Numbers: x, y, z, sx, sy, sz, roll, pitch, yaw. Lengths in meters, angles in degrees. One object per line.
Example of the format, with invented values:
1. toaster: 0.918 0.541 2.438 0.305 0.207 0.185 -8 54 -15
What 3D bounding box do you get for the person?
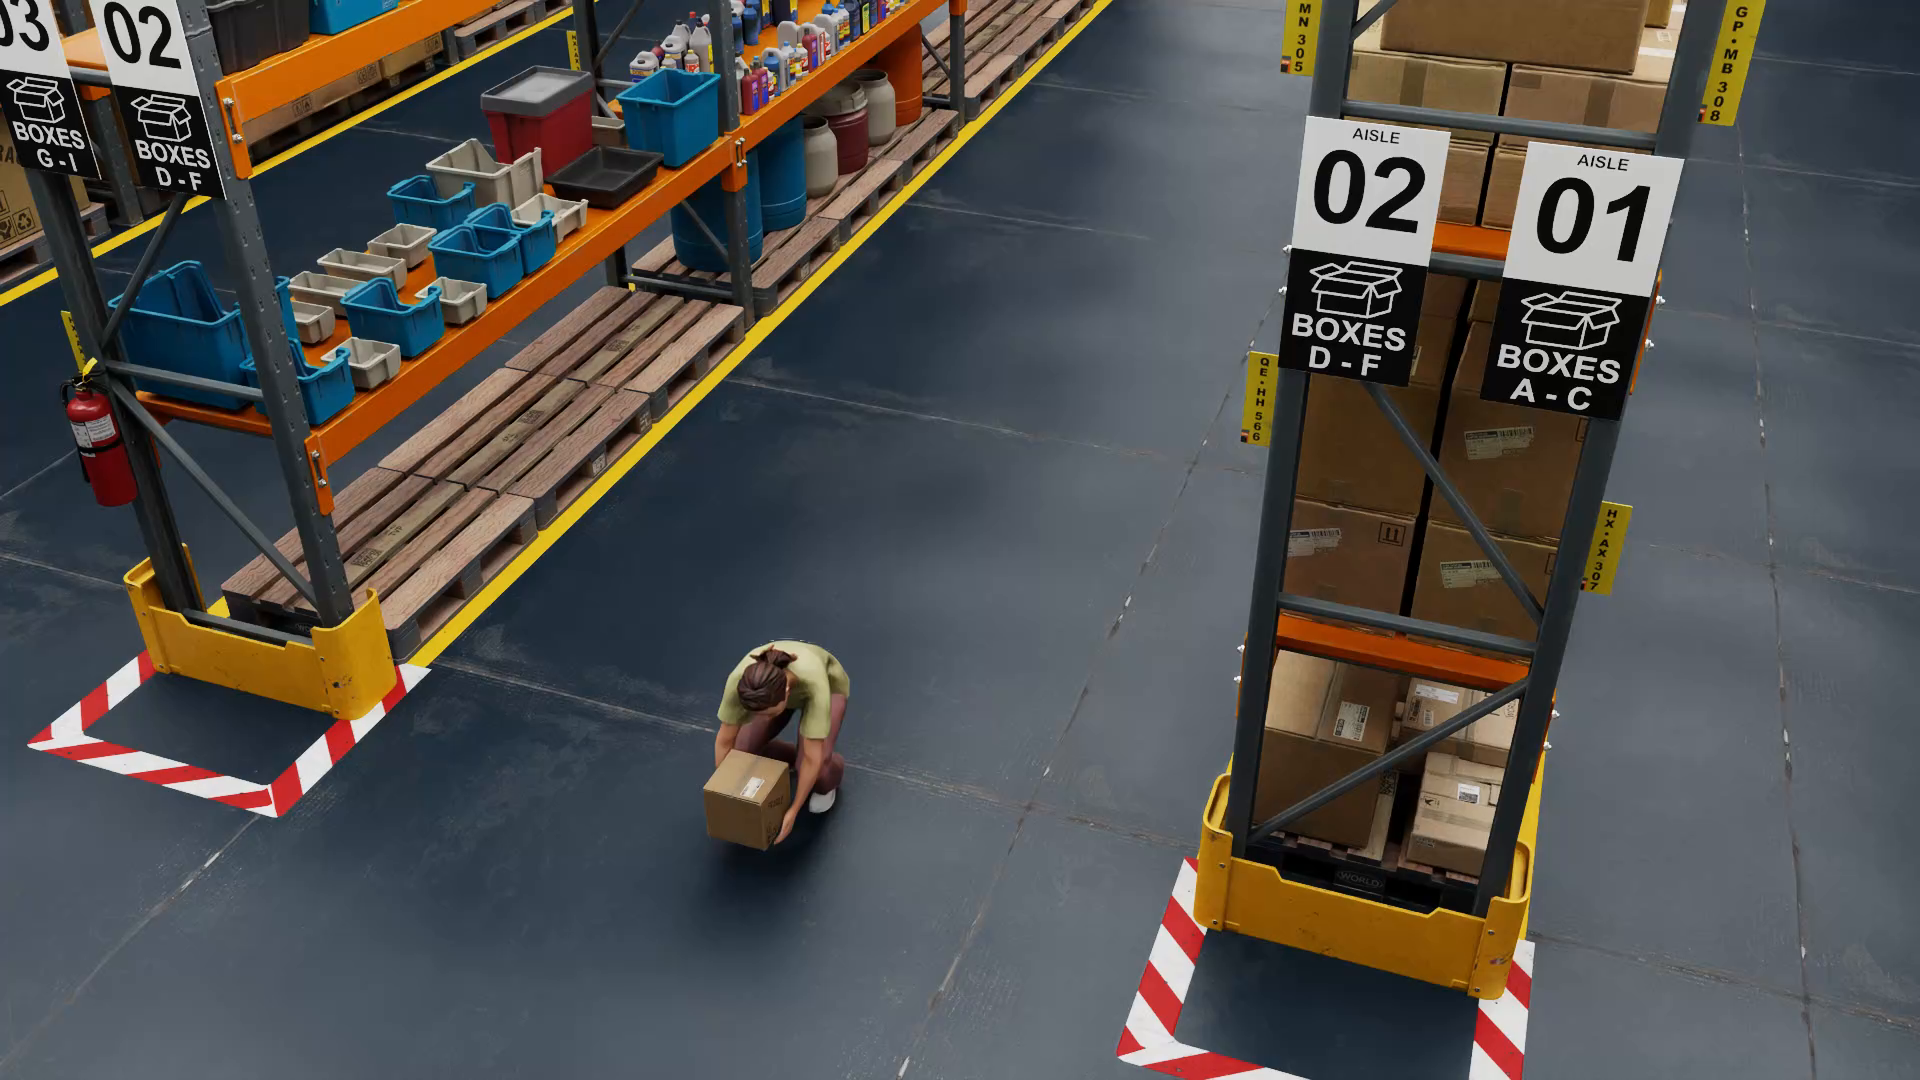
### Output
1. person: -0.700 0.729 6.712 0.491 0.936 0.800 11 35 16
